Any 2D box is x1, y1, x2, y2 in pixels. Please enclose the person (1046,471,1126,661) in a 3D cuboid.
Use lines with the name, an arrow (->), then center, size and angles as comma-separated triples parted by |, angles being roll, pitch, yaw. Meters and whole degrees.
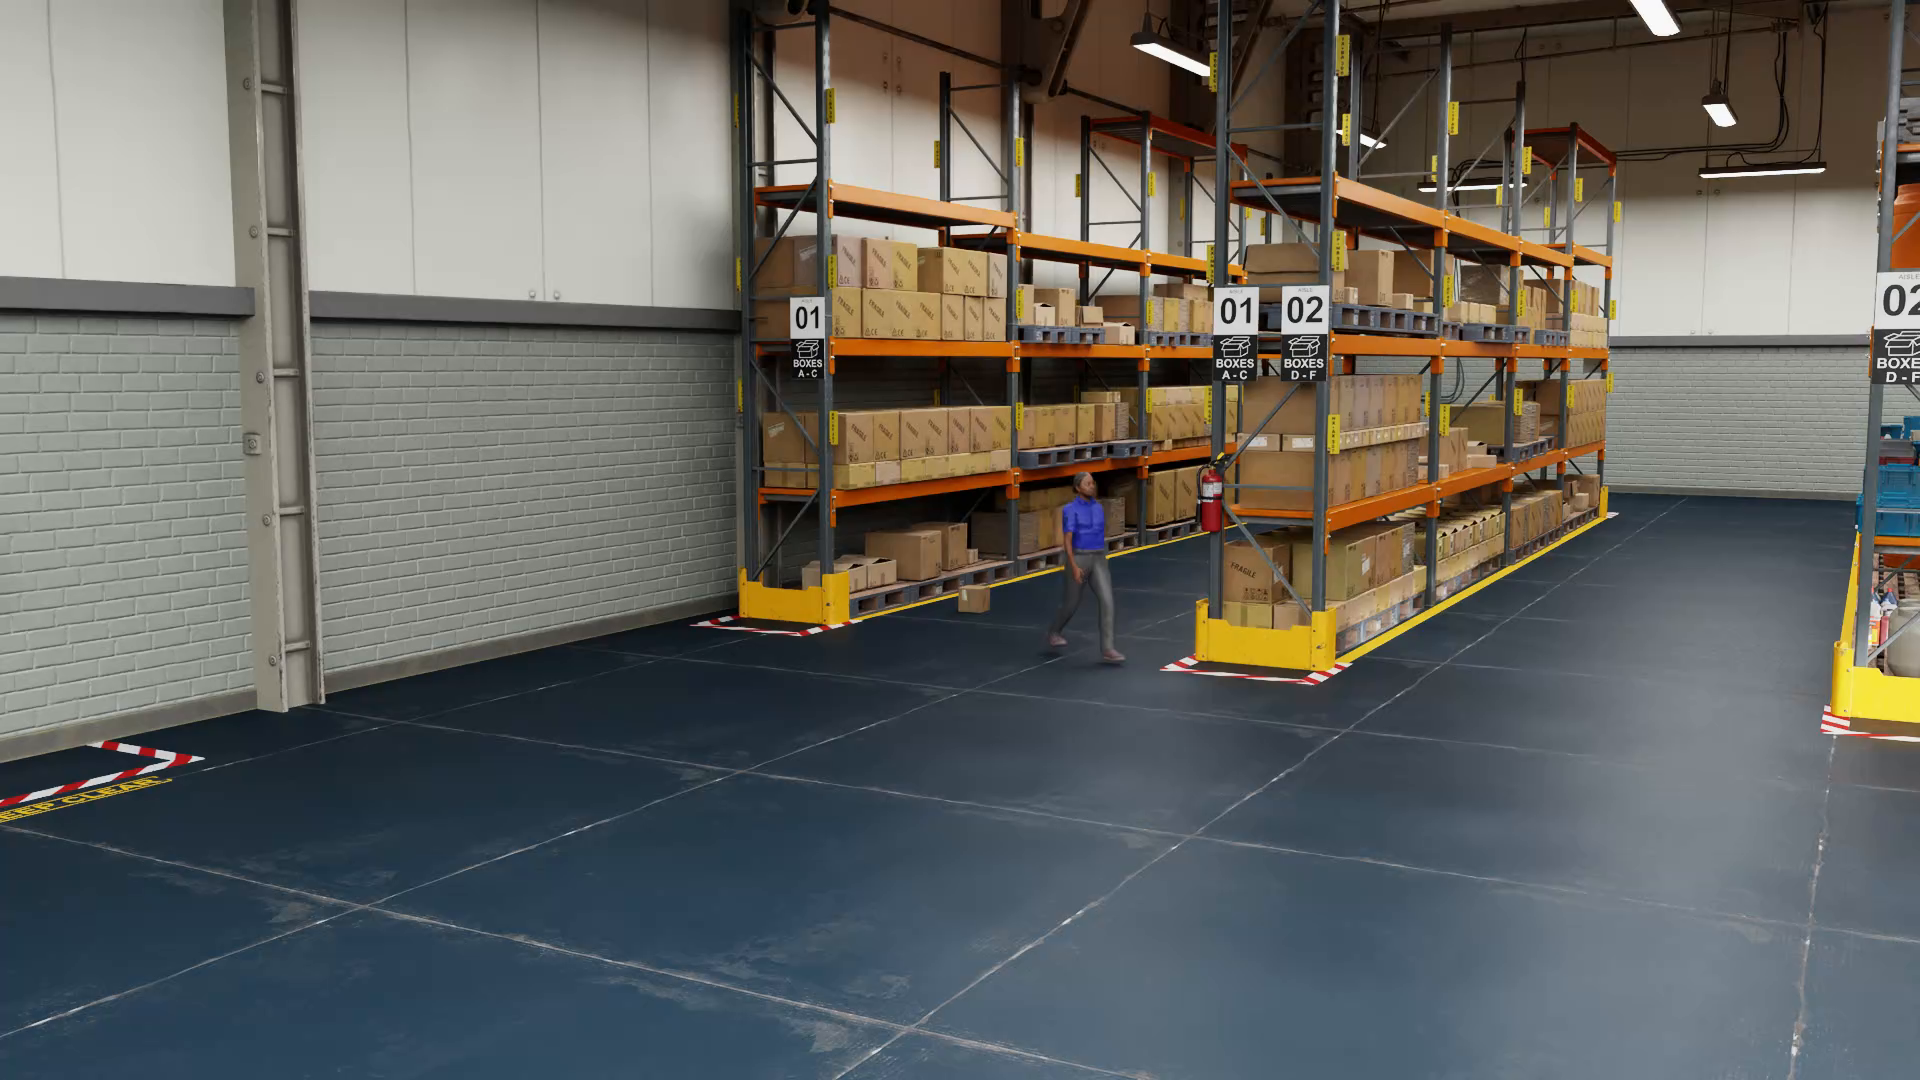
person -> 1.075, 0.223, 14.357 | 0.447, 1.574, 0.934 | -3, 7, -29
